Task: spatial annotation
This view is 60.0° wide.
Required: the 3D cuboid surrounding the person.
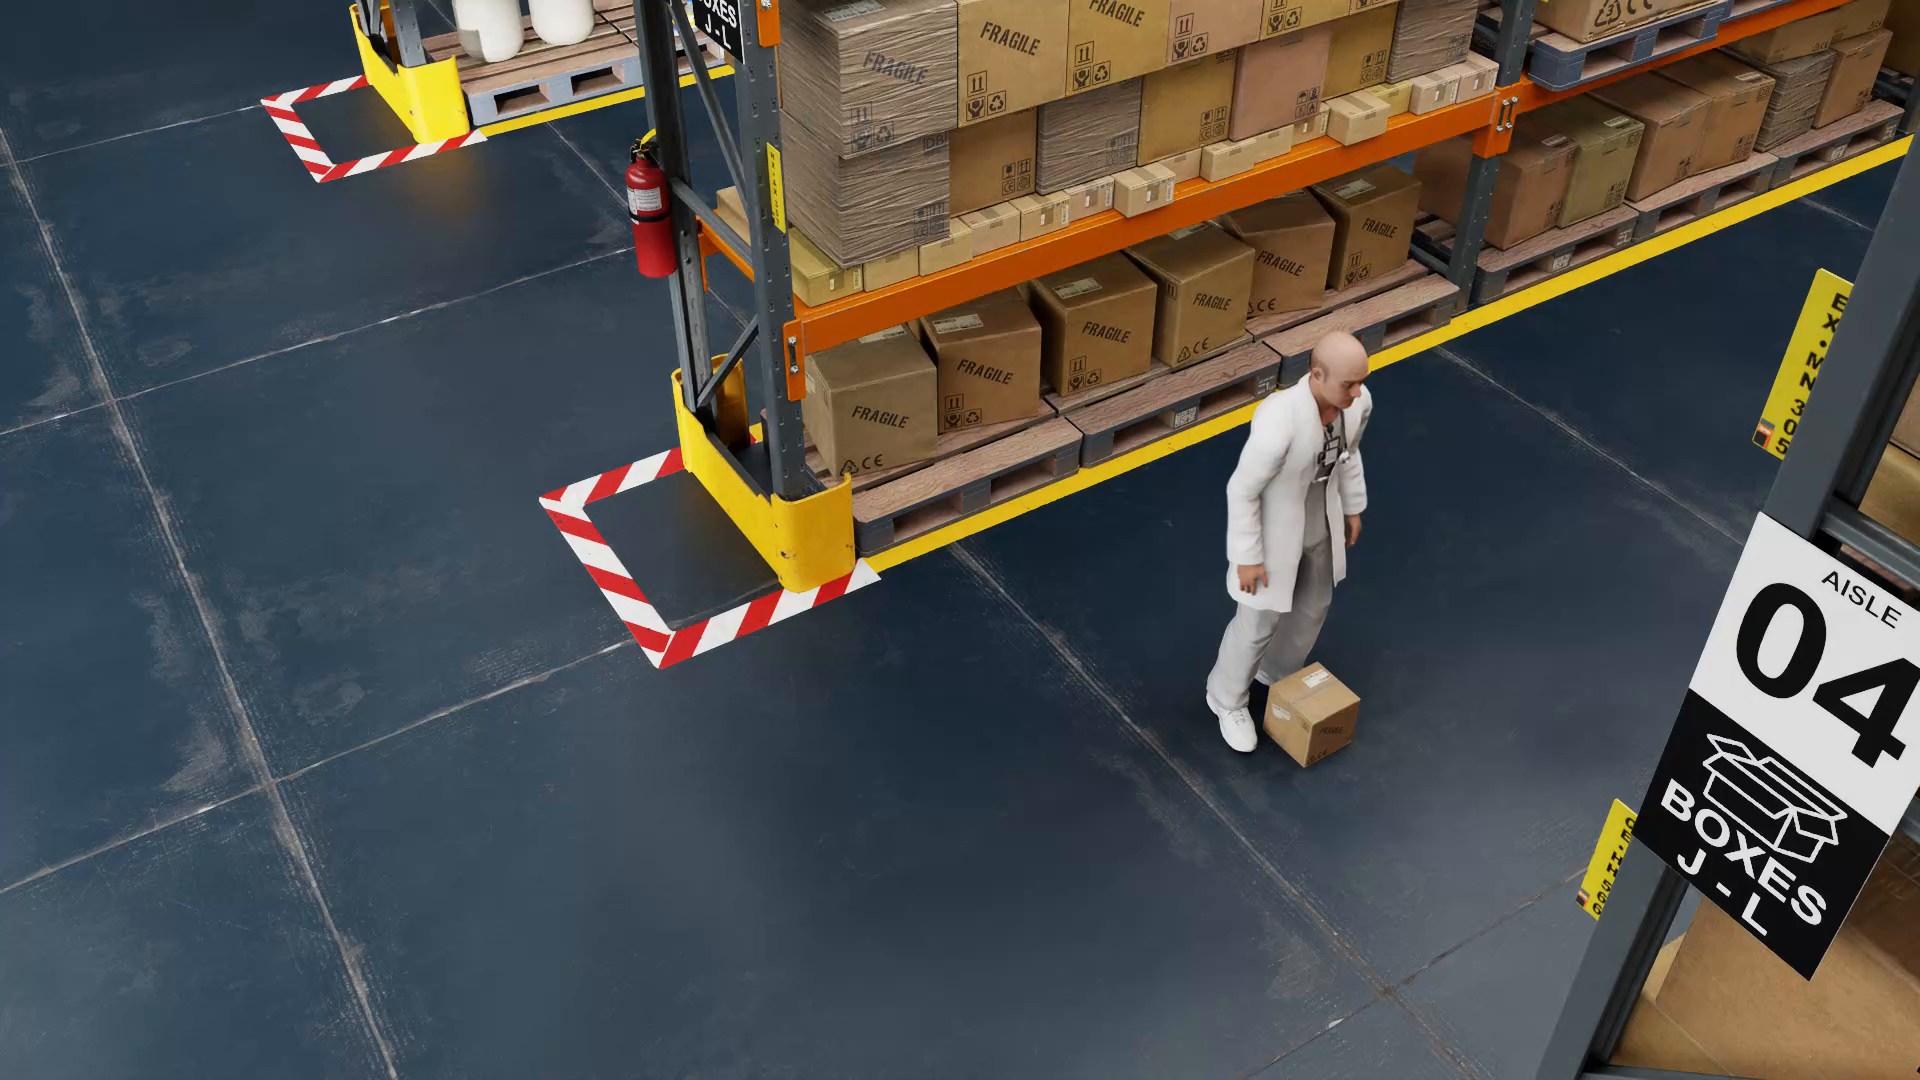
[{"bbox_3d":[1.249,-0.027,6.200,0.656,1.774,0.413,-23,46,-25],"label":"person"}]
